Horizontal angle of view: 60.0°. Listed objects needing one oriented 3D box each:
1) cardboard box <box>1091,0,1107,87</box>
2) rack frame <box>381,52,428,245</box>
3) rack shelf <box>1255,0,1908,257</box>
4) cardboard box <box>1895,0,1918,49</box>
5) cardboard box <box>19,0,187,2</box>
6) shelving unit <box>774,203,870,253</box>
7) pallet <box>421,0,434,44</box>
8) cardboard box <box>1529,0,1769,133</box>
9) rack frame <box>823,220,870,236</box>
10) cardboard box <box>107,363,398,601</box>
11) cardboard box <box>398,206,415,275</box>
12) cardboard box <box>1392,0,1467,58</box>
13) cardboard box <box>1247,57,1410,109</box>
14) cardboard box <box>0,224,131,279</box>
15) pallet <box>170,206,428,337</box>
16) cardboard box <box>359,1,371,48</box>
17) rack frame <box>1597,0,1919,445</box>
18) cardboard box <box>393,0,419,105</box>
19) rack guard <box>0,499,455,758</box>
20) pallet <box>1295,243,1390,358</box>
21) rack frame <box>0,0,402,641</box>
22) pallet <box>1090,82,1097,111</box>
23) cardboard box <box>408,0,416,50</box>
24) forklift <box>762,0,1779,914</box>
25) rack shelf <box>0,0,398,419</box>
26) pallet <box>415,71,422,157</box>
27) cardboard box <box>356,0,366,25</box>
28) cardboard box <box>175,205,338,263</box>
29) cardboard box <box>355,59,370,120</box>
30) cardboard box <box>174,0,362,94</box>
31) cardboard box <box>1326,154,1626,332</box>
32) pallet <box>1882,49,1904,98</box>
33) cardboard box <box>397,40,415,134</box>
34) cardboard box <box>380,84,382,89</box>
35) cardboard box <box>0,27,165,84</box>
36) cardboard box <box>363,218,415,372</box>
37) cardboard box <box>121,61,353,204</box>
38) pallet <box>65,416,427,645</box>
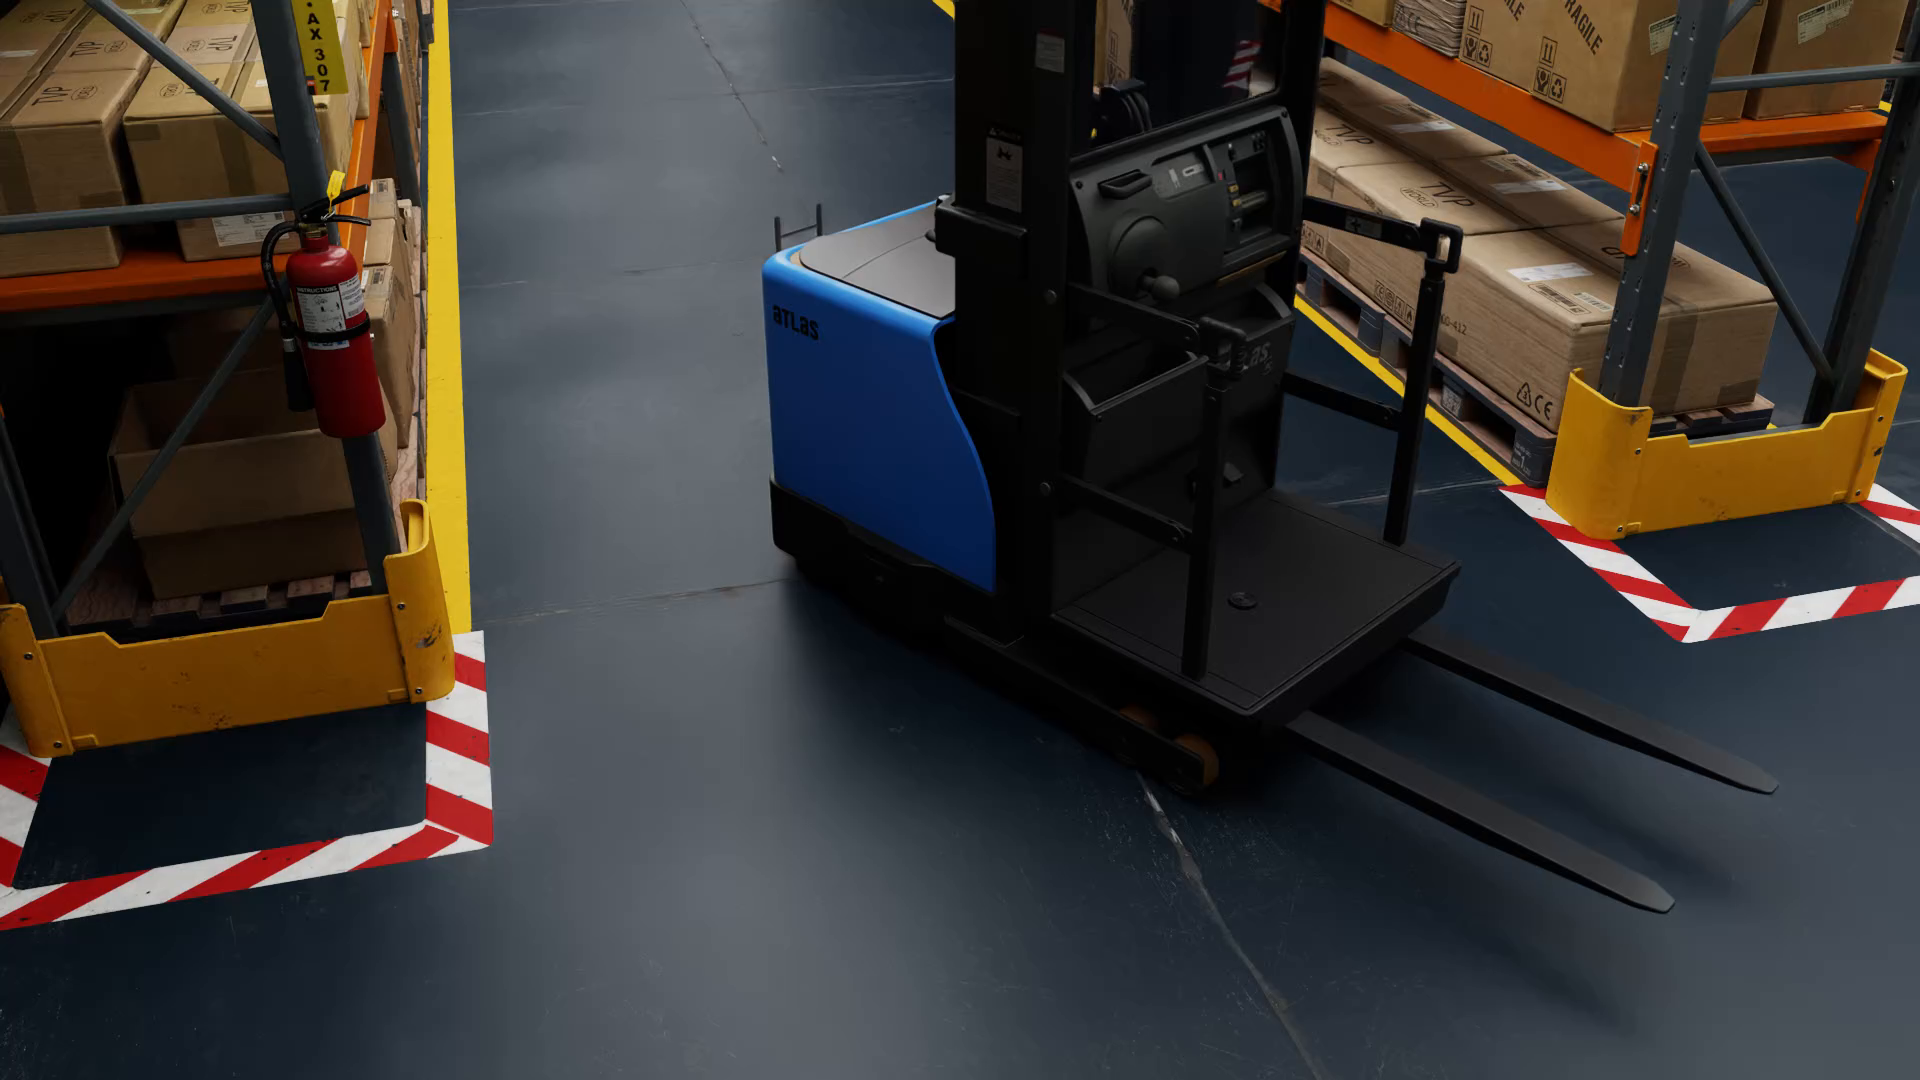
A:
[{"bbox_3d":[1.143,-3.379,10.296,0.875,0.875,0.875,-7,31,-12],"label":"cardboard box"},{"bbox_3d":[-3.153,-2.731,7.474,1.000,3.000,0.127,-8,31,-13],"label":"rack frame"},{"bbox_3d":[2.163,-2.116,7.129,1.077,0.370,4.000,-8,31,-13],"label":"rack shelf"},{"bbox_3d":[5.938,-3.524,10.920,0.500,0.500,0.500,-8,31,-14],"label":"cardboard box"},{"bbox_3d":[-2.870,-1.792,5.704,0.500,0.250,0.500,-8,31,-13],"label":"cardboard box"},{"bbox_3d":[-0.454,-0.604,5.746,0.252,1.050,0.215,26,39,37],"label":"shelving unit"},{"bbox_3d":[-4.395,-3.859,12.207,1.003,0.211,1.213,-8,31,-13],"label":"pallet"},{"bbox_3d":[2.310,-1.702,5.597,0.500,0.500,0.500,-8,31,-13],"label":"cardboard box"},{"bbox_3d":[-0.367,-0.562,5.672,0.008,1.050,0.200,26,39,37],"label":"rack frame"},{"bbox_3d":[-2.162,-0.209,5.189,0.797,0.503,0.637,-9,31,-15],"label":"cardboard box"},{"bbox_3d":[-2.627,-1.327,7.359,0.396,0.266,0.258,-7,31,-11],"label":"cardboard box"},{"bbox_3d":[2.046,-2.194,6.446,0.500,0.500,0.500,-7,31,-12],"label":"cardboard box"},{"bbox_3d":[1.695,-2.148,8.606,0.875,0.438,0.875,-8,31,-14],"label":"cardboard box"},{"bbox_3d":[-2.438,-0.815,4.415,0.380,0.149,0.250,-8,31,-14],"label":"cardboard box"},{"bbox_3d":[-2.971,-1.193,7.600,1.003,0.211,1.213,-8,31,-13],"label":"pallet"},{"bbox_3d":[-2.504,-2.007,6.474,0.380,0.149,0.250,-8,31,-14],"label":"cardboard box"},{"bbox_3d":[2.694,-1.461,5.280,1.000,3.000,0.127,-8,31,-13],"label":"rack frame"},{"bbox_3d":[-3.475,-2.844,9.745,0.500,0.500,0.500,-9,31,-15],"label":"cardboard box"},{"bbox_3d":[-2.111,0.246,4.826,1.175,0.500,0.348,-8,31,-13],"label":"rack guard"},{"bbox_3d":[2.086,-1.218,7.644,1.003,0.211,1.213,-8,31,-13],"label":"pallet"},{"bbox_3d":[-2.091,-0.799,4.137,1.000,3.000,0.127,-8,31,-13],"label":"rack frame"},{"bbox_3d":[1.354,-2.549,9.943,1.003,0.211,1.213,-8,31,-13],"label":"pallet"},{"bbox_3d":[-3.772,-3.344,10.610,0.500,0.500,0.500,-8,31,-14],"label":"cardboard box"},{"bbox_3d":[0.775,-0.867,4.323,3.031,2.935,1.130,26,39,37],"label":"forklift"},{"bbox_3d":[-2.622,-1.454,5.986,1.077,0.370,4.000,-8,31,-13],"label":"rack shelf"},{"bbox_3d":[-3.732,-2.503,9.863,1.003,0.211,1.213,-8,31,-13],"label":"pallet"},{"bbox_3d":[-2.515,-2.099,6.235,0.500,0.250,0.500,-8,31,-14],"label":"cardboard box"},{"bbox_3d":[-1.914,-0.886,4.537,0.380,0.149,0.250,-8,31,-14],"label":"cardboard box"},{"bbox_3d":[-2.208,-1.515,5.623,0.380,0.149,0.250,-9,31,-15],"label":"cardboard box"},{"bbox_3d":[-2.223,-1.606,5.383,0.500,0.250,0.500,-8,31,-14],"label":"cardboard box"},{"bbox_3d":[2.171,-1.280,7.106,0.875,0.438,0.875,-7,31,-12],"label":"cardboard box"},{"bbox_3d":[6.170,-3.269,11.187,1.003,0.211,1.213,-8,31,-13],"label":"pallet"},{"bbox_3d":[-3.215,-2.351,8.893,0.500,0.500,0.500,-8,31,-14],"label":"cardboard box"},{"bbox_3d":[-2.991,-2.321,8.193,0.380,0.149,0.250,-6,31,-11],"label":"cardboard box"},{"bbox_3d":[-2.605,-1.299,4.853,0.500,0.250,0.500,-8,31,-13],"label":"cardboard box"},{"bbox_3d":[-2.395,-0.894,6.376,0.500,0.500,0.500,-7,31,-12],"label":"cardboard box"},{"bbox_3d":[-1.952,-1.118,4.540,0.500,0.250,0.500,-8,31,-13],"label":"cardboard box"},{"bbox_3d":[-2.324,-0.014,5.564,1.003,0.211,1.213,-8,31,-13],"label":"pallet"}]
